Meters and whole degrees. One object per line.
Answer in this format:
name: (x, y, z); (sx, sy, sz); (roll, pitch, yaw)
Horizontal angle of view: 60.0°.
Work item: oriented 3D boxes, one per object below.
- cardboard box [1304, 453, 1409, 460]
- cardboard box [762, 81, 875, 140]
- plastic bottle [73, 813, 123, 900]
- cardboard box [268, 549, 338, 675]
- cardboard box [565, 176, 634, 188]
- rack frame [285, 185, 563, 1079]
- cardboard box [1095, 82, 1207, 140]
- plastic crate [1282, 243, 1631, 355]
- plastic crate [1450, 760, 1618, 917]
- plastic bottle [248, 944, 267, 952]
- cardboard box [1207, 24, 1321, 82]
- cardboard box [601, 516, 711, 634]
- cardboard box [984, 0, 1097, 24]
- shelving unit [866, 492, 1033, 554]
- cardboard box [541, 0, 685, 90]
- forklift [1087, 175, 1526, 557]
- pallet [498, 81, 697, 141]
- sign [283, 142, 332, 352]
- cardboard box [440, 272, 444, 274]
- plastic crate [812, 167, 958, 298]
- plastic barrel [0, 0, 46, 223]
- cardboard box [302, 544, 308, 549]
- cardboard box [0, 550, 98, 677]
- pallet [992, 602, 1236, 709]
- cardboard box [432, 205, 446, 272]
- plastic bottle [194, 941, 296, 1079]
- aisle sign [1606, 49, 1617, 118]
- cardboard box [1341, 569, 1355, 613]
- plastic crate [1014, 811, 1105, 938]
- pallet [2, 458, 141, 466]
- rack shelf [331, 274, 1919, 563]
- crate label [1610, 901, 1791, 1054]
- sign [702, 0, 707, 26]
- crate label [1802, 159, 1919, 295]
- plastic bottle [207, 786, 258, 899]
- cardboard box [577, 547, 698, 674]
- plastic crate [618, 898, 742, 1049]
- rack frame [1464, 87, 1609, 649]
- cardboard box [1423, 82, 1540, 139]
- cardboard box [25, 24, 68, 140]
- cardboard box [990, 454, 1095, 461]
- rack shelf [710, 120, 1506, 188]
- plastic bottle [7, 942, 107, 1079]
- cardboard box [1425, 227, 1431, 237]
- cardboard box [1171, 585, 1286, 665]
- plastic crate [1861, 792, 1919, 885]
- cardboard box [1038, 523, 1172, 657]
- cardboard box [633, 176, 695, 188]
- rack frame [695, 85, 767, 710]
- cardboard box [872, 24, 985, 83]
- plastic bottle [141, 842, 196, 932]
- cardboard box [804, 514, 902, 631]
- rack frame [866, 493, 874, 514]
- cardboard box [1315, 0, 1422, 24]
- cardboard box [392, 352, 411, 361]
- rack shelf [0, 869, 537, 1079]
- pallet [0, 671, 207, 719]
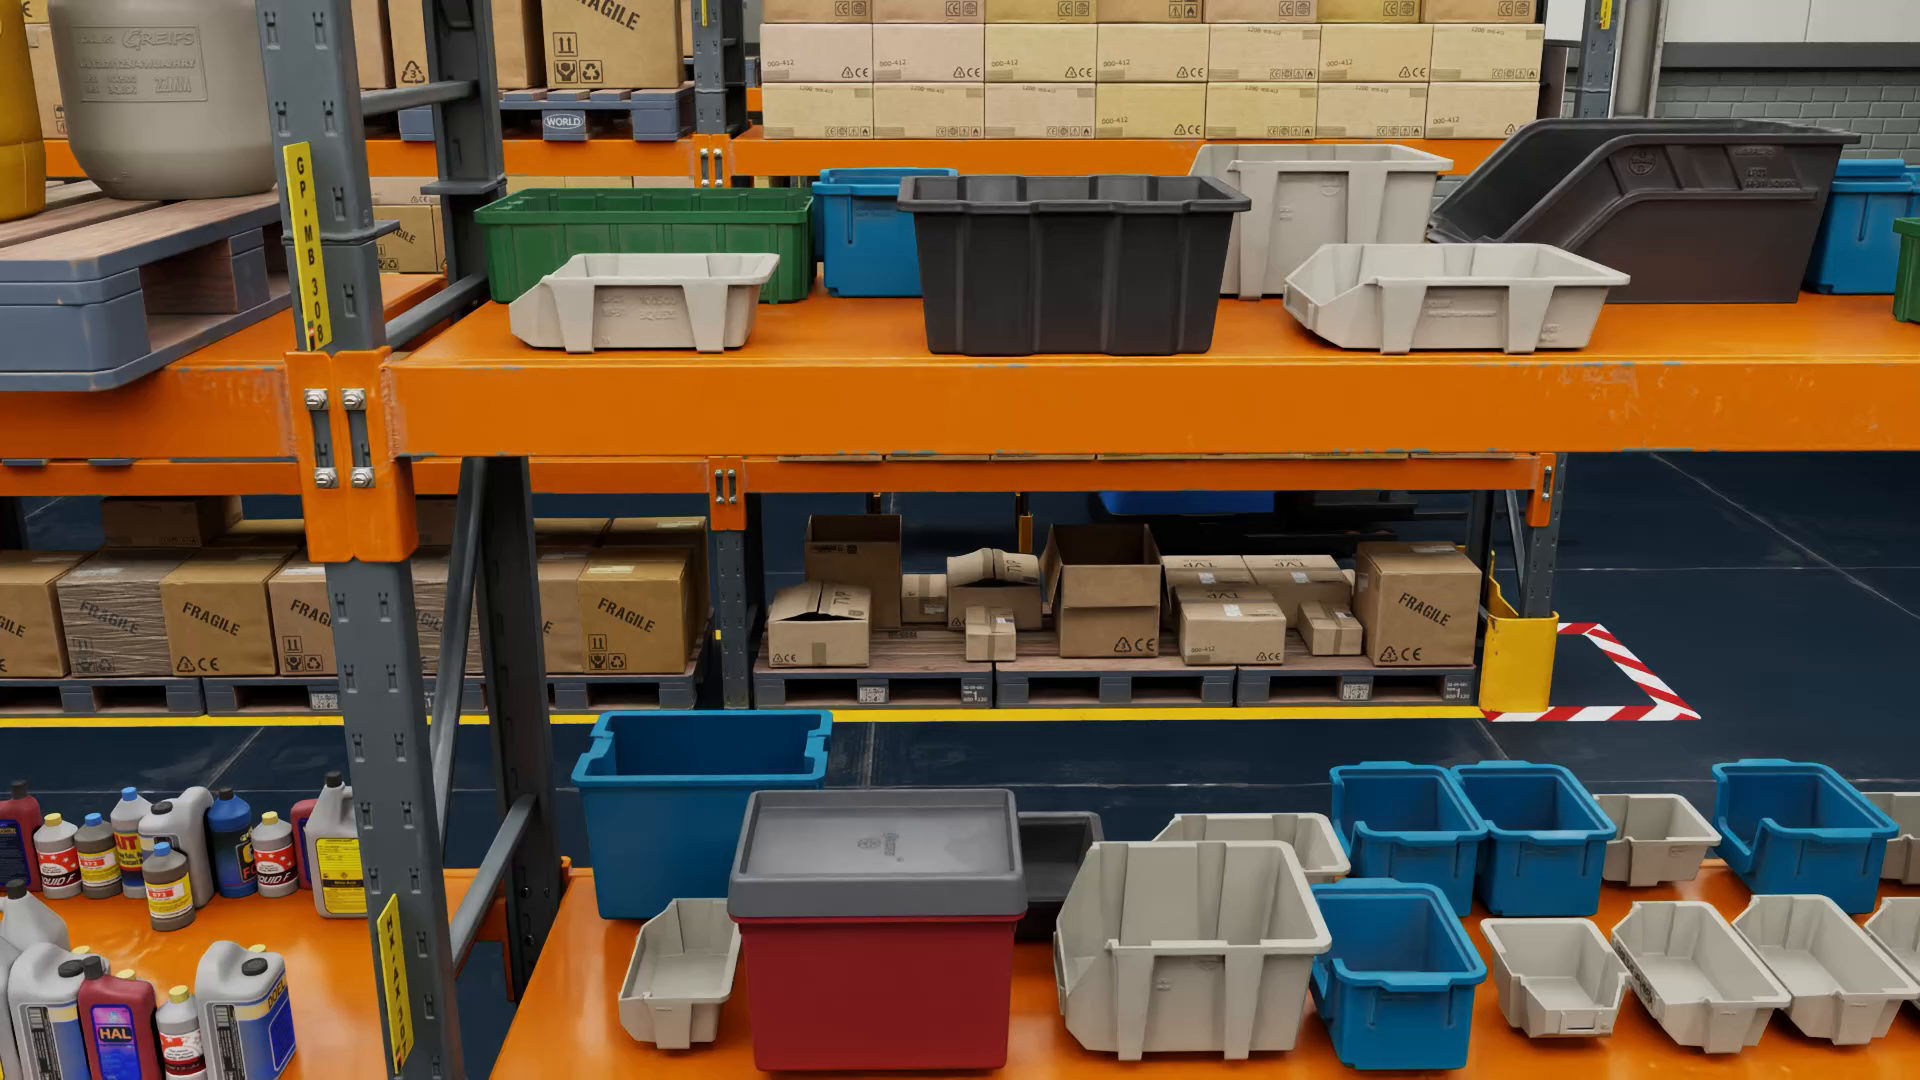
cardboard box: (1.904, -0.699, 8.152); (0.500, 0.500, 0.500); (0, 18, 0)
cardboard box: (-0.643, -2.005, 7.720); (0.500, 0.250, 0.500); (0, 18, -1)
plastic bottle: (-2.107, 0.767, 4.071); (0.097, 0.201, 0.097); (0, 18, 0)
cardboard box: (-3.126, 0.355, 8.402); (0.500, 0.500, 0.500); (-1, 18, -3)
cardboard box: (-2.700, -2.707, 12.665); (0.500, 0.250, 0.500); (0, 18, 0)
rack frame: (-1.059, 0.792, 3.668); (0.127, 3.000, 1.000); (0, 18, -1)
cardboard box: (0.857, -2.011, 7.741); (0.500, 0.250, 0.500); (0, 18, -1)
plastic crate: (0.879, -0.444, 3.043); (0.530, 0.136, 0.437); (0, 18, -1)
plastic crate: (1.372, 0.731, 4.034); (0.300, 0.233, 0.416); (0, 18, -1)
plastic bottle: (-1.468, 0.949, 3.503); (0.097, 0.201, 0.097); (0, 18, 0)
cardboard box: (1.357, -2.251, 7.670); (0.500, 0.250, 0.500); (0, 18, -1)
cardboard box: (-1.621, 0.188, 8.923); (0.500, 0.500, 0.500); (-1, 18, -3)
cardboard box: (0.354, -2.650, 7.687); (0.500, 0.500, 0.700); (0, 18, -1)
shelving unit: (-0.076, -0.714, 10.817); (1.083, 1.500, 0.587); (0, 18, -1)
cardboard box: (-1.638, -2.464, 7.894); (0.600, 0.600, 0.600); (-2, 18, -6)
forklift: (2.415, -1.445, 10.755); (3.031, 2.935, 1.130); (-1, 18, -4)
pallet: (-1.786, -2.078, 8.012); (1.003, 0.211, 1.213); (0, 18, -1)
sign: (-1.052, -0.473, 2.685); (0.005, 0.325, 0.100); (0, 18, -1)
cardboard box: (-3.854, -2.052, 12.912); (0.250, 0.149, 0.380); (0, 18, 0)
plastic crate: (-0.154, -0.658, 3.553); (0.300, 0.233, 0.416); (0, 18, -1)
plastic barrel: (-1.968, -0.859, 2.910); (0.600, 0.588, 0.600); (0, 18, 0)
cardboard box: (-3.159, 0.196, 8.897); (0.500, 0.500, 0.500); (-1, 18, -3)
cardboard box: (-4.673, 0.364, 8.373); (0.500, 0.500, 0.500); (0, 18, 1)
pallet: (0.776, 0.597, 8.841); (1.213, 0.211, 1.003); (0, 18, -1)
cardboard box: (-3.705, -2.339, 12.745); (0.500, 0.500, 0.500); (0, 18, -1)
plastic bottle: (-1.448, 0.952, 3.373); (0.135, 0.276, 0.152); (0, 18, -1)
aisle sign: (2.939, -1.885, 7.756); (0.004, 0.787, 0.394); (0, 18, -1)
cardboard box: (2.192, 0.298, 9.127); (0.250, 0.166, 0.380); (0, 18, -1)
plastic crate: (0.056, 0.807, 3.973); (0.590, 0.125, 0.437); (0, 18, -1)
pallet: (-4.456, -0.635, 8.430); (1.003, 0.211, 1.213); (0, 18, -1)
rack shelf: (0.941, -0.303, 3.350); (4.000, 0.370, 1.077); (0, 18, -1)
crate label: (1.560, 0.935, 3.556); (0.243, 0.136, 0.396); (0, 18, -1)
sign: (-1.121, -2.413, 7.258); (0.005, 0.325, 0.100); (0, 18, -1)
crate label: (2.013, -0.679, 3.586); (0.502, 0.251, 0.408); (0, 18, -1)
plastic bottle: (-1.778, 0.732, 4.066); (0.097, 0.271, 0.097); (0, 18, 0)
cardboard box: (-1.622, 0.350, 8.418); (0.500, 0.500, 0.500); (0, 18, -1)
plastic crate: (-0.591, 0.930, 3.570); (0.243, 0.136, 0.396); (0, 18, -1)
rack frame: (2.866, -0.740, 8.444); (0.127, 3.000, 1.000); (0, 18, -1)
cardboard box: (2.357, -2.014, 7.750); (0.500, 0.250, 0.500); (0, 18, -1)
cardboard box: (-4.187, -2.192, 7.897); (0.500, 0.500, 0.910); (0, 18, -1)
cardboard box: (0.393, -0.693, 8.133); (0.500, 0.500, 0.500); (0, 18, -1)
rack shelf: (0.866, -1.816, 8.066); (4.000, 0.370, 1.077); (0, 18, -1)
plastic bottle: (-1.813, 0.953, 3.368); (0.135, 0.276, 0.152); (0, 18, -1)
cardboard box: (2.418, -1.342, 8.520); (0.500, 0.500, 0.500); (0, 18, 1)
cardboard box: (1.376, 0.433, 8.569); (0.500, 0.250, 0.500); (0, 18, -1)
plastic crate: (2.367, 0.747, 4.143); (0.298, 0.136, 0.250); (0, 18, -1)
cardboard box: (0.745, 0.248, 8.731); (0.637, 0.503, 0.797); (0, 18, -1)
cardboard box: (-2.190, -2.710, 12.673); (0.500, 0.250, 0.500); (0, 18, 0)
rack frame: (-1.133, -0.721, 8.384); (0.127, 3.000, 1.000); (0, 18, -1)
cardboard box: (-0.143, -2.245, 7.652); (0.500, 0.250, 0.500); (0, 18, -1)
plastic bottle: (-1.873, 0.812, 3.930); (0.097, 0.201, 0.097); (0, 18, 0)
cardboard box: (-0.568, 0.171, 8.977); (0.500, 0.500, 0.500); (0, 18, -1)
rack frame: (-0.594, -0.711, 10.810); (0.032, 1.500, 0.500); (0, 18, -1)
cardboard box: (1.852, -2.708, 7.868); (0.500, 0.500, 0.700); (0, 18, -1)
cardboard box: (-2.899, -0.941, 8.219); (0.500, 0.500, 0.700); (-5, 18, -15)
rack shelf: (-3.059, 1.144, 3.748); (4.000, 0.370, 1.077); (0, 18, -1)
pallet: (-4.386, 0.634, 8.725); (1.213, 0.211, 1.003); (0, 18, -1)
